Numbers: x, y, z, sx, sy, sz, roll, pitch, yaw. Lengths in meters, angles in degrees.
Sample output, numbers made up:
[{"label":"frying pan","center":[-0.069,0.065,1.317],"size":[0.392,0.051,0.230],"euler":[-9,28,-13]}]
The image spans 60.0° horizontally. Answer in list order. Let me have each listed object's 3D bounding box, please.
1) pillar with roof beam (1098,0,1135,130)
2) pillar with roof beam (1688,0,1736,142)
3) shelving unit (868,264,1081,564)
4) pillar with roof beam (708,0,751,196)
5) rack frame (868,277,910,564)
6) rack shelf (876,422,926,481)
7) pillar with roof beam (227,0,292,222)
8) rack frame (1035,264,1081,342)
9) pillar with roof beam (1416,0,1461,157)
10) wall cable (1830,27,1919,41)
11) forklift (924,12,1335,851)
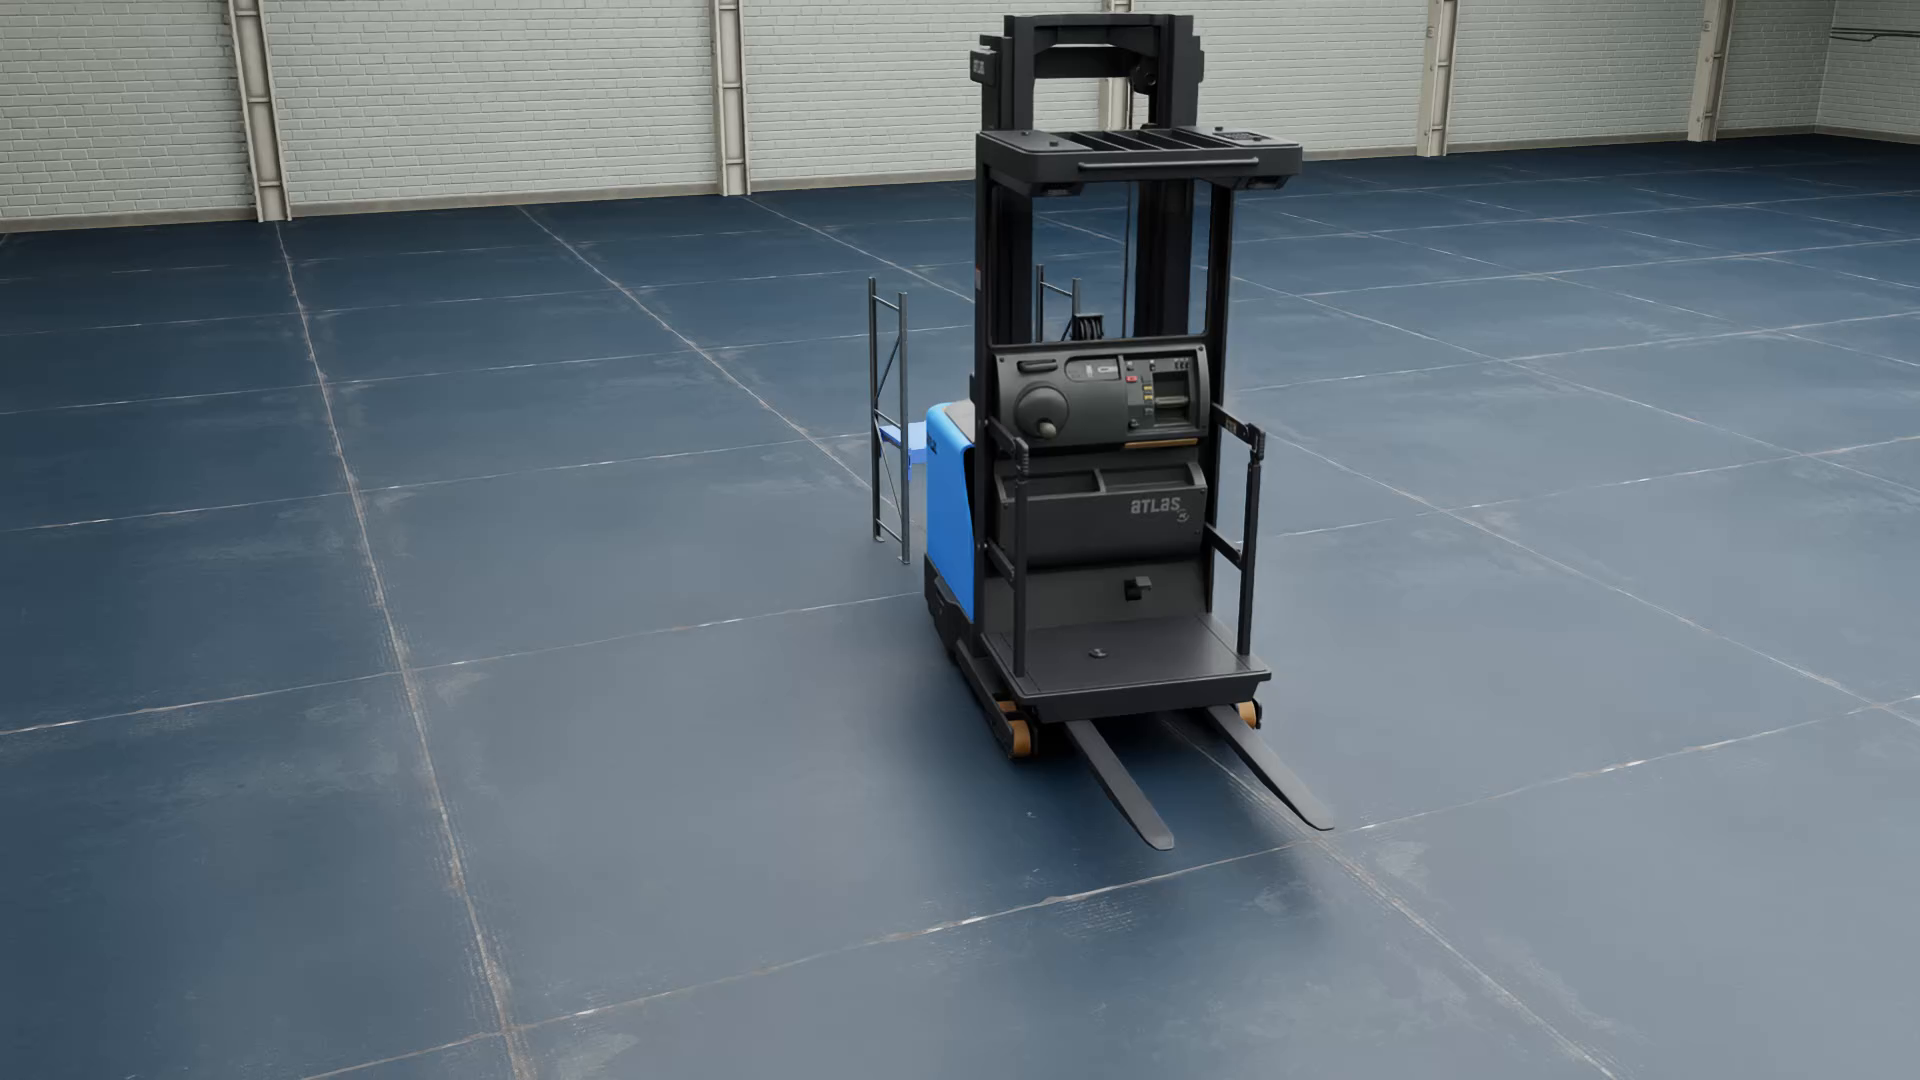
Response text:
[{"label":"pillar with roof beam","center":[4.055,-8.566,20.300],"size":[0.400,9.000,9.100],"euler":[-8,21,-22]},{"label":"pillar with roof beam","center":[15.073,-10.144,24.783],"size":[0.400,9.000,9.100],"euler":[-8,21,-22]},{"label":"shelving unit","center":[0.078,-0.719,9.305],"size":[1.048,1.500,0.538],"euler":[-8,21,-22]},{"label":"pillar with roof beam","center":[-1.455,-7.776,18.058],"size":[0.400,9.000,9.100],"euler":[-8,21,-22]},{"label":"rack frame","center":[-0.388,-0.652,9.115],"size":[0.032,1.500,0.500],"euler":[-8,21,-22]},{"label":"rack shelf","center":[0.078,-0.549,9.365],"size":[1.000,0.185,0.538],"euler":[-8,21,-22]},{"label":"pillar with roof beam","center":[-6.964,-6.987,15.816],"size":[0.400,9.000,9.100],"euler":[-8,21,-22]},{"label":"rack frame","center":[0.545,-0.786,9.495],"size":[0.032,1.500,0.500],"euler":[-8,21,-22]},{"label":"pillar with roof beam","center":[9.564,-9.355,22.541],"size":[0.400,9.000,9.100],"euler":[-8,21,-22]},{"label":"wall cable","center":[16.597,-9.977,28.983],"size":[0.112,2.526,3.097],"euler":[-8,21,-22]},{"label":"forklift","center":[0.660,-0.608,6.837],"size":[1.130,2.935,3.031],"euler":[-5,20,-13]}]
